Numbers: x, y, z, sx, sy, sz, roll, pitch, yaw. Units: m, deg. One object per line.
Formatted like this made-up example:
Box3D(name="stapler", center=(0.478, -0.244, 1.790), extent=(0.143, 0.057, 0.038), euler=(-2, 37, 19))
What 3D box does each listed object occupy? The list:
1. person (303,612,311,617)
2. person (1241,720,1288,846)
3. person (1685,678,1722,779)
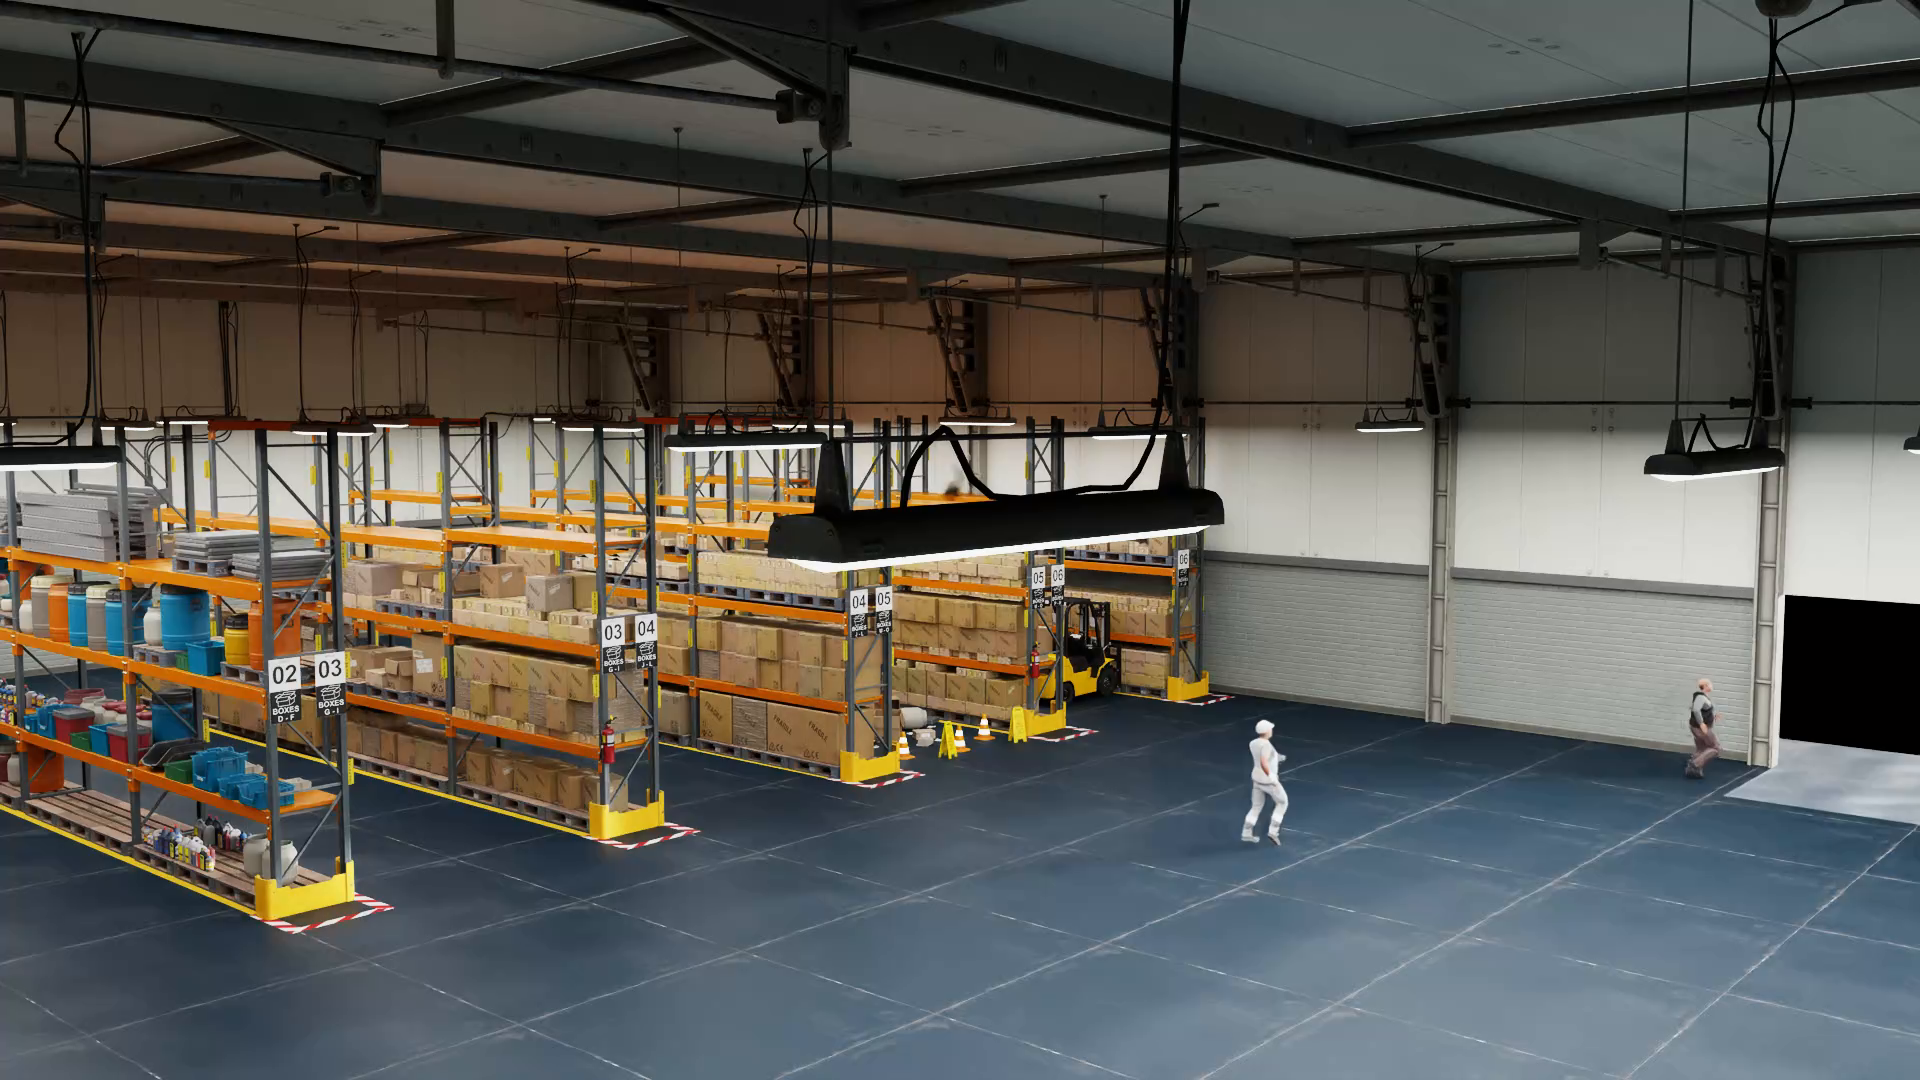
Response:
Box3D(name="person", center=(-14.591, 2.430, 37.089), extent=(0.748, 1.666, 0.573), euler=(-2, 5, -21))
Box3D(name="person", center=(4.365, 3.472, 23.686), extent=(0.747, 1.828, 0.642), euler=(-3, 5, -28))
Box3D(name="person", center=(12.522, 3.161, 27.940), extent=(0.601, 1.688, 0.667), euler=(1, 5, 8))
